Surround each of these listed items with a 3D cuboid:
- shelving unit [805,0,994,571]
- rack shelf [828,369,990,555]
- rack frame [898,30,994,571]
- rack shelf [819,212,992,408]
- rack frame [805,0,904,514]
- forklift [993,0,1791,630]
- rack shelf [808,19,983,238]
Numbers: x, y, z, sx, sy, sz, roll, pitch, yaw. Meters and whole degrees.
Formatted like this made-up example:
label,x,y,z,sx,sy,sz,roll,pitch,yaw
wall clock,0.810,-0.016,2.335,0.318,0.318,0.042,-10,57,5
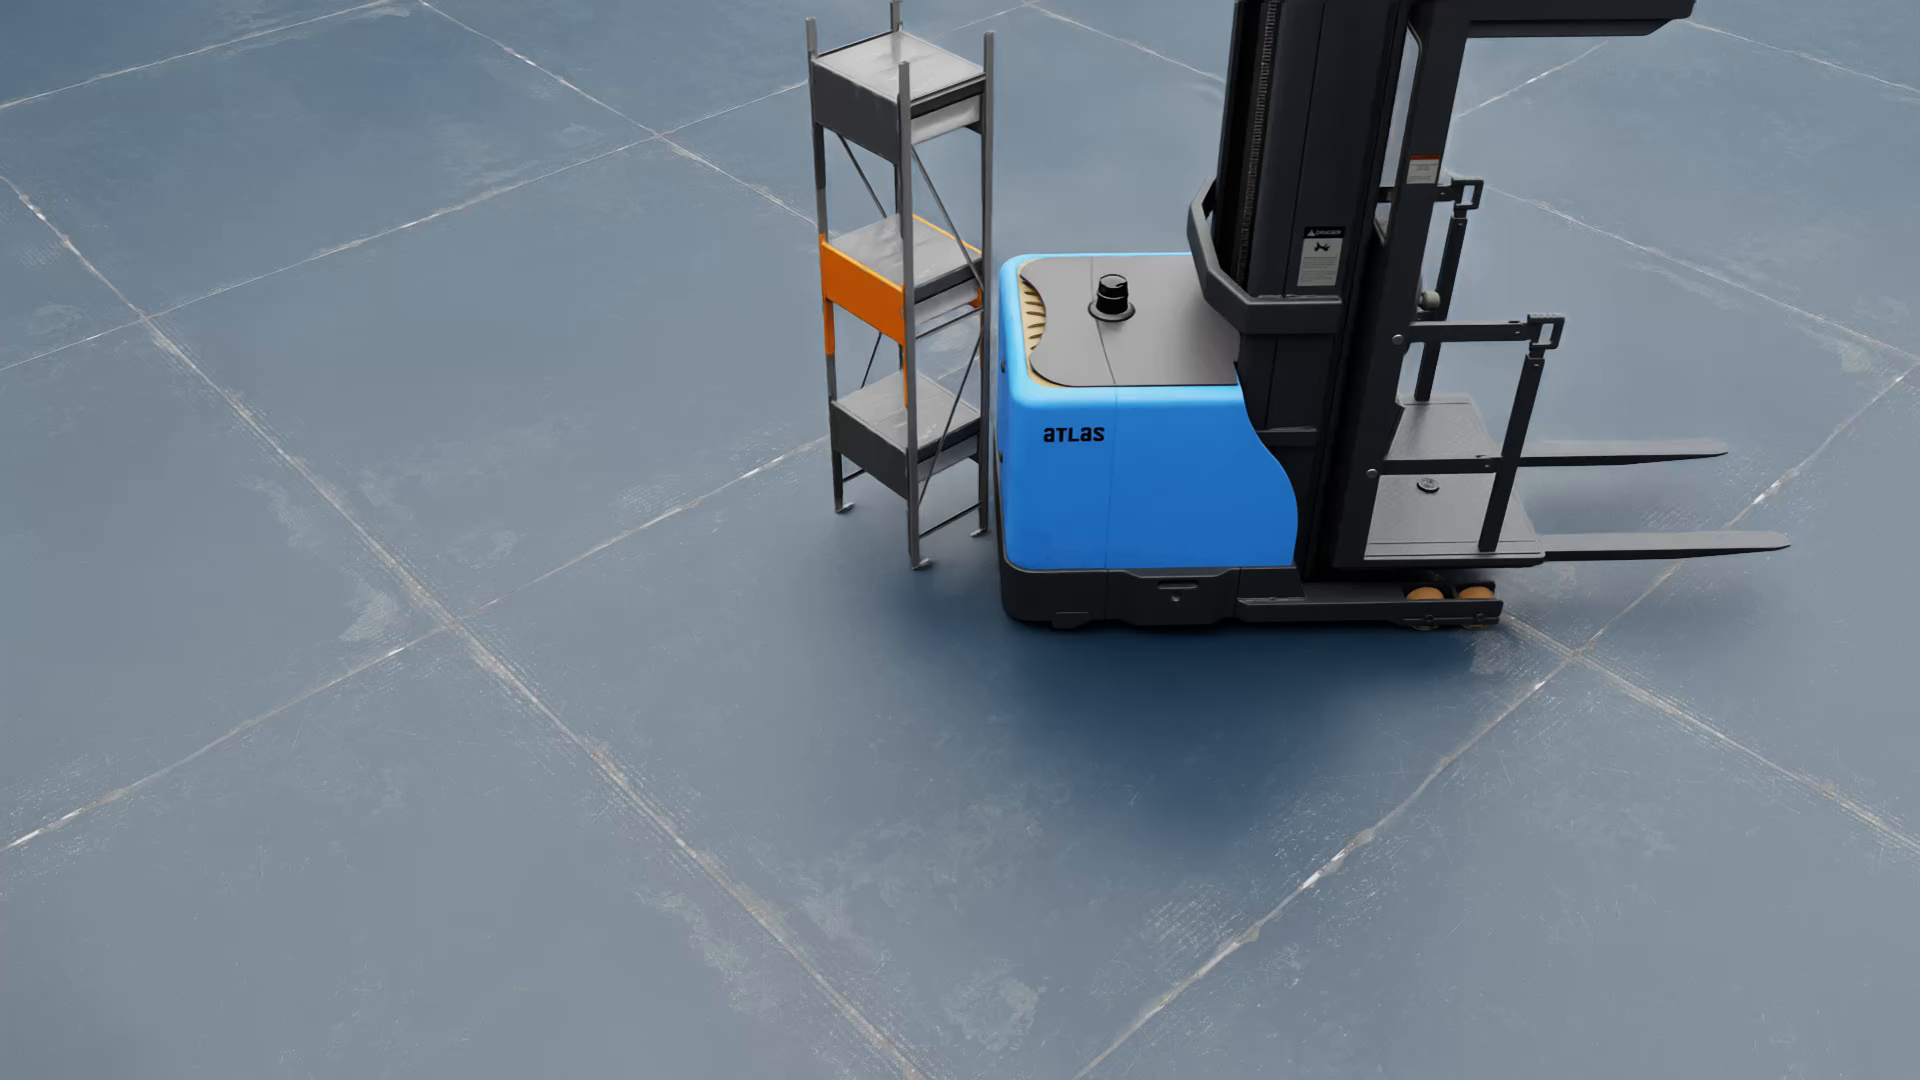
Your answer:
label,x,y,z,sx,sy,sz,roll,pitch,yaw
shelving unit,-0.203,-0.895,6.188,0.431,2.100,0.503,-29,47,-31
rack shelf,-0.203,-0.340,6.636,0.431,0.518,0.480,-29,47,-31
rack frame,-0.041,-0.780,6.045,0.400,2.100,0.015,-29,47,-31
rack shelf,-0.203,-0.885,6.196,0.431,0.518,0.480,-29,47,-31
rack frame,-0.364,-1.010,6.330,0.400,2.100,0.015,-29,47,-31
forklift,1.664,-1.132,5.818,3.031,2.935,1.130,-1,39,-1
rack shelf,-0.203,-1.429,5.756,0.431,0.518,0.480,-29,47,-31
